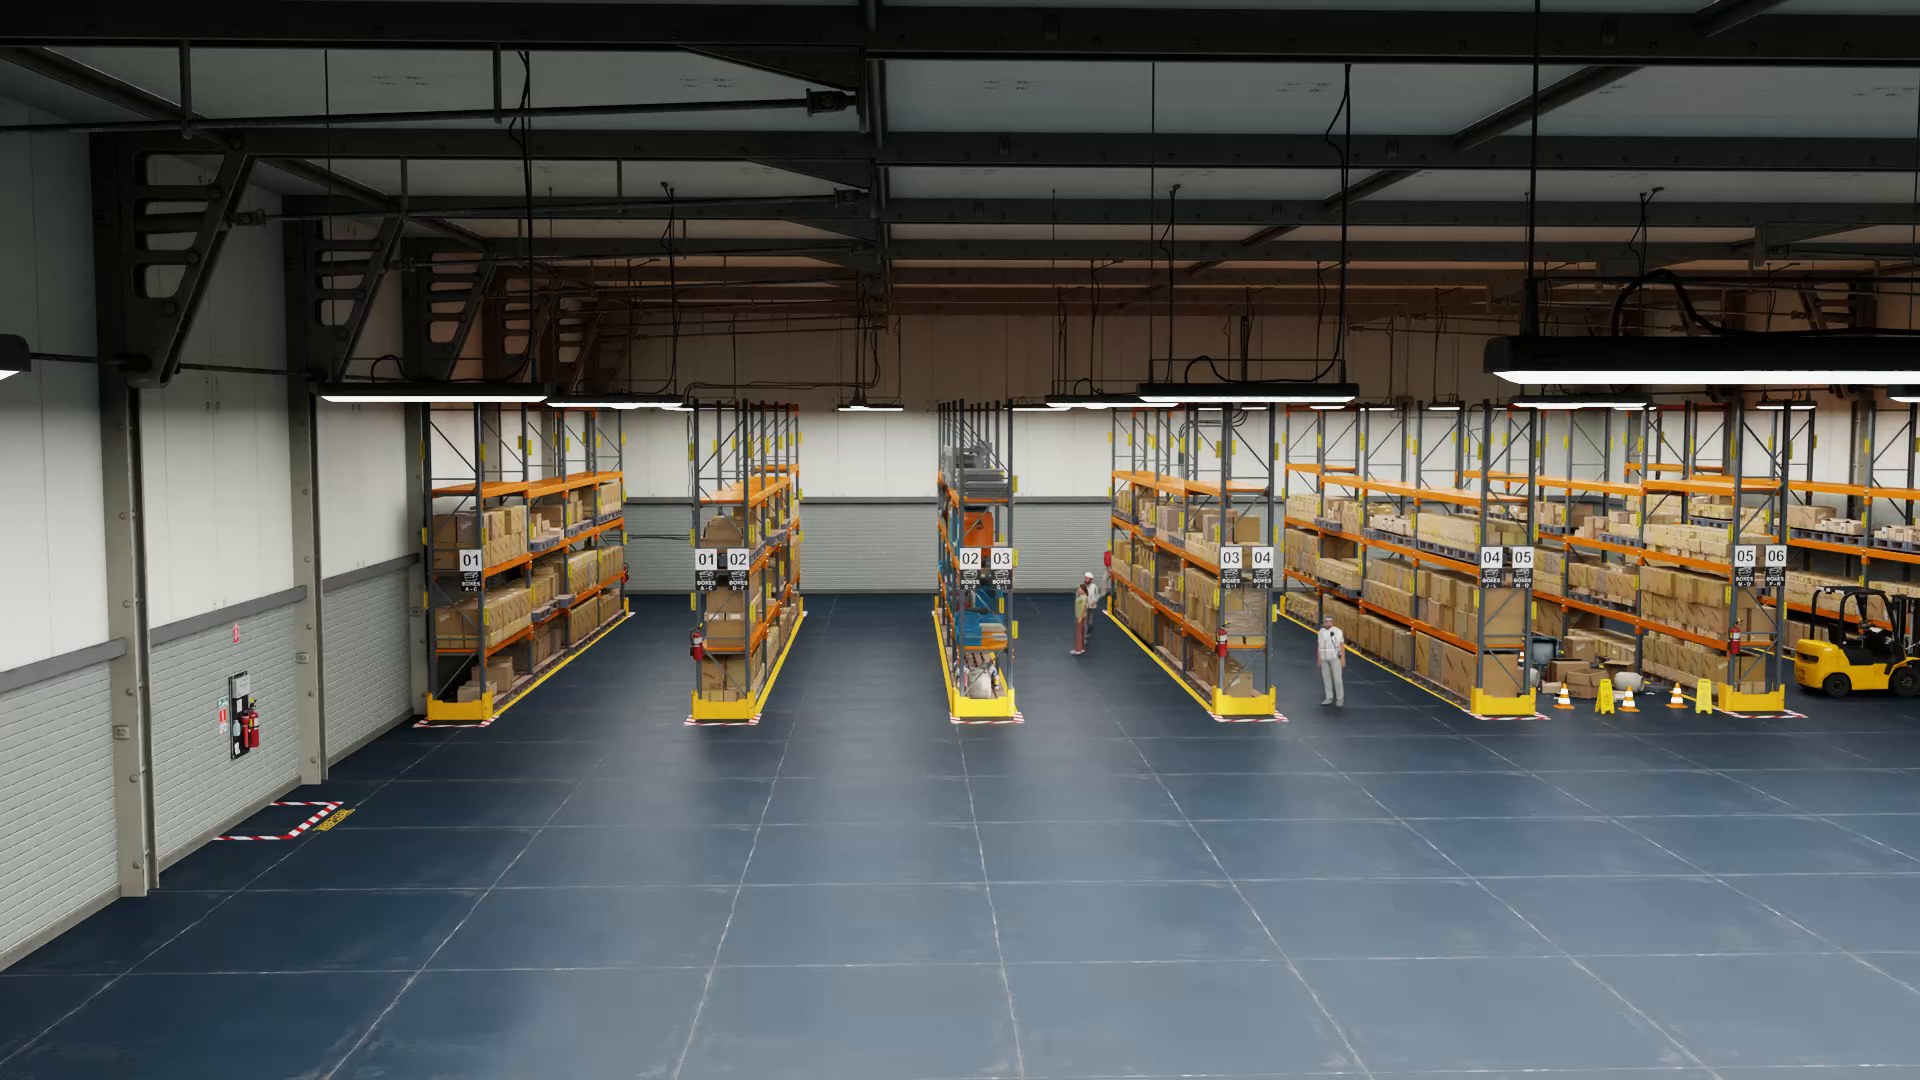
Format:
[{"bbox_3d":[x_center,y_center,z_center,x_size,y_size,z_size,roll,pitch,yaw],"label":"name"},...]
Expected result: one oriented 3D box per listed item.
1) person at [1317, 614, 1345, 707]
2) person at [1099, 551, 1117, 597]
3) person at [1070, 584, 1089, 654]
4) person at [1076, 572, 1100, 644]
[{"bbox_3d":[7.314,2.367,32.810,0.632,1.809,0.412,4,6,41],"label":"person"},{"bbox_3d":[4.704,0.938,51.790,0.981,1.690,0.582,-3,5,-31],"label":"person"},{"bbox_3d":[2.843,1.884,39.631,0.449,1.673,0.518,1,4,7],"label":"person"},{"bbox_3d":[3.224,1.704,41.753,0.542,1.769,0.926,0,4,-6],"label":"person"}]
